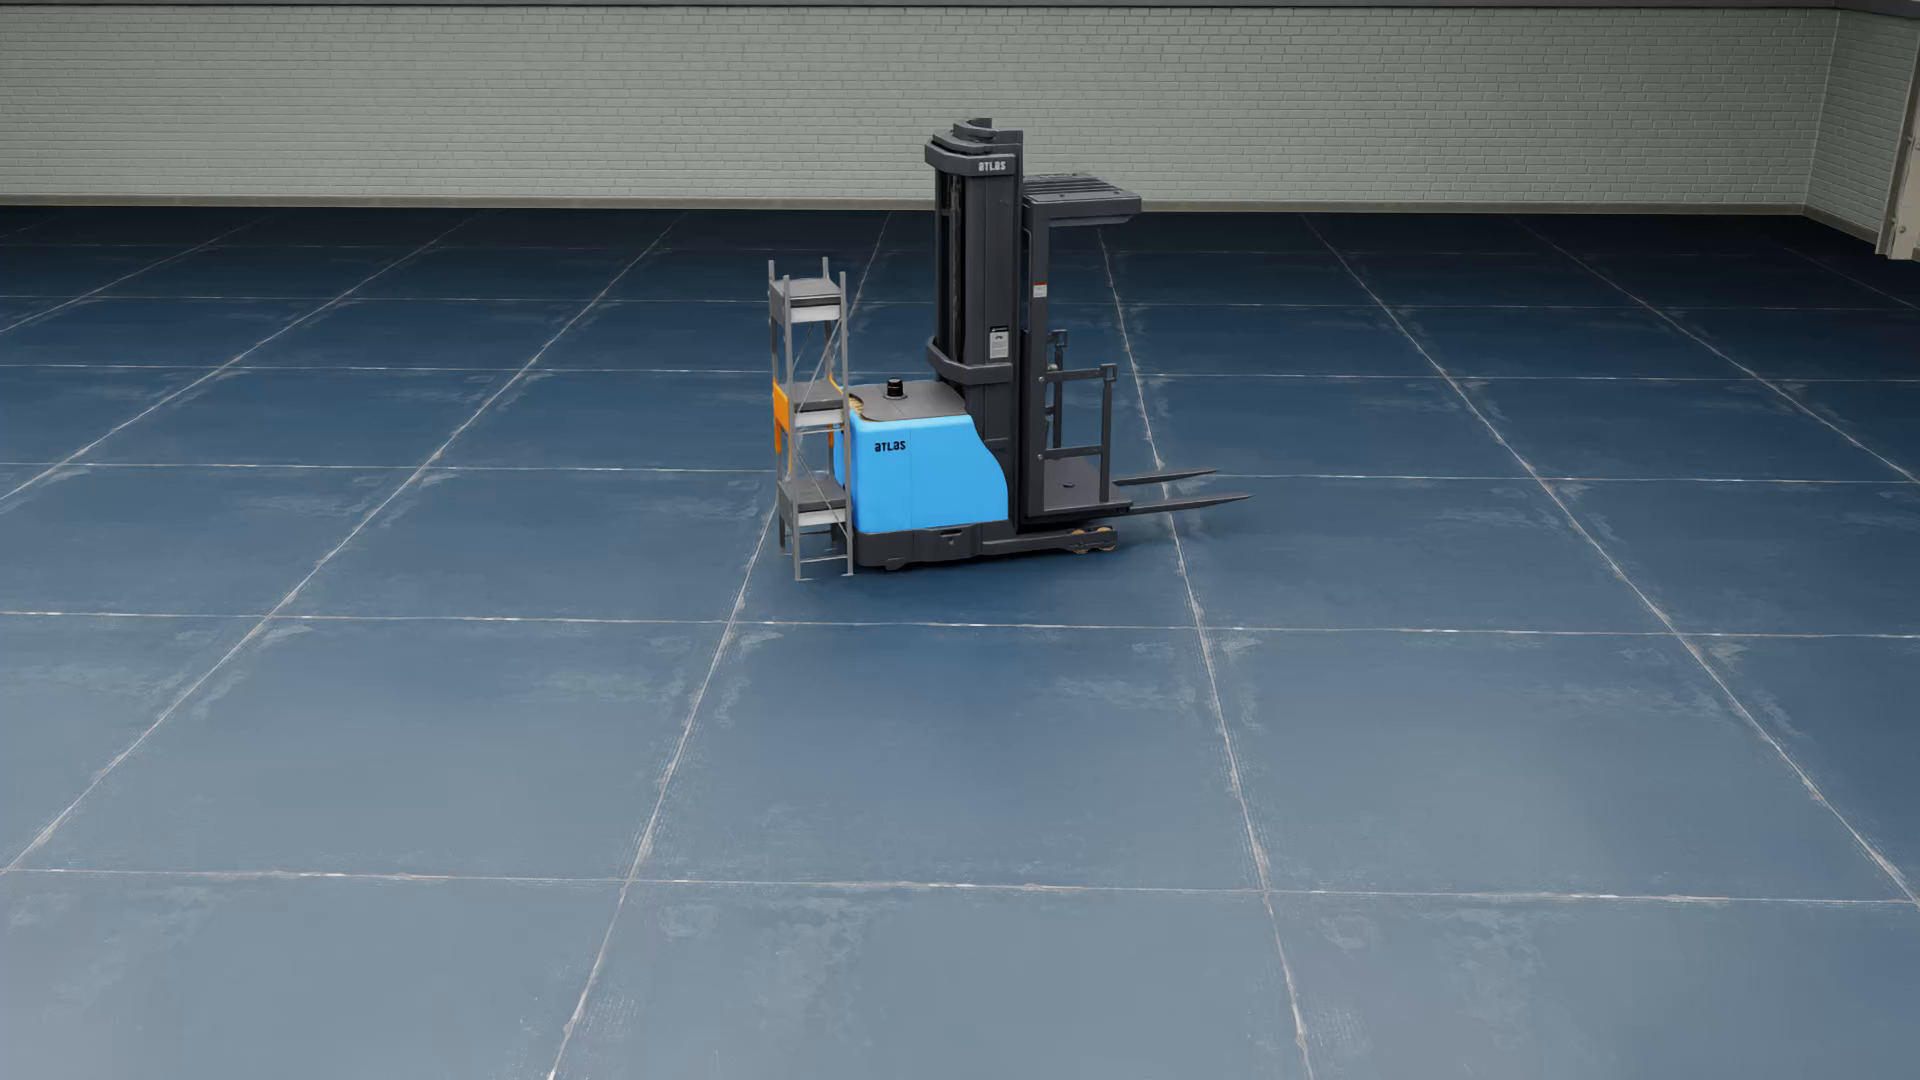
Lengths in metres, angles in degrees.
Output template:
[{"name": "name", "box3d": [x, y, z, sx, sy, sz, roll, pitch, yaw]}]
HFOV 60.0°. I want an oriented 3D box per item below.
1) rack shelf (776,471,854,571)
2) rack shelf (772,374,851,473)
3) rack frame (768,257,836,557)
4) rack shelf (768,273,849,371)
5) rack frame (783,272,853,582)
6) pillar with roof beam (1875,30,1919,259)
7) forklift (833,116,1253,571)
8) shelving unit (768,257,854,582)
[{"name": "rack shelf", "box3d": [-1.000, -0.136, 11.449, 0.431, 0.518, 0.480, -6, 22, -16]}, {"name": "rack shelf", "box3d": [-1.000, -0.788, 11.195, 0.431, 0.518, 0.480, -6, 22, -16]}, {"name": "rack frame", "box3d": [-1.073, -0.885, 11.407, 0.400, 2.100, 0.015, -6, 22, -16]}, {"name": "rack shelf", "box3d": [-1.000, -1.441, 10.942, 0.431, 0.518, 0.480, -6, 22, -16]}, {"name": "rack frame", "box3d": [-0.927, -0.717, 10.973, 0.400, 2.100, 0.015, -6, 22, -16]}, {"name": "pillar with roof beam", "box3d": [7.764, -7.909, 19.973, 9.100, 9.000, 0.400, 1, 21, 2]}, {"name": "forklift", "box3d": [0.620, -1.444, 11.700, 3.031, 2.935, 1.130, -6, 22, -15]}, {"name": "shelving unit", "box3d": [-1.000, -0.801, 11.190, 0.431, 2.100, 0.503, -6, 22, -16]}]
